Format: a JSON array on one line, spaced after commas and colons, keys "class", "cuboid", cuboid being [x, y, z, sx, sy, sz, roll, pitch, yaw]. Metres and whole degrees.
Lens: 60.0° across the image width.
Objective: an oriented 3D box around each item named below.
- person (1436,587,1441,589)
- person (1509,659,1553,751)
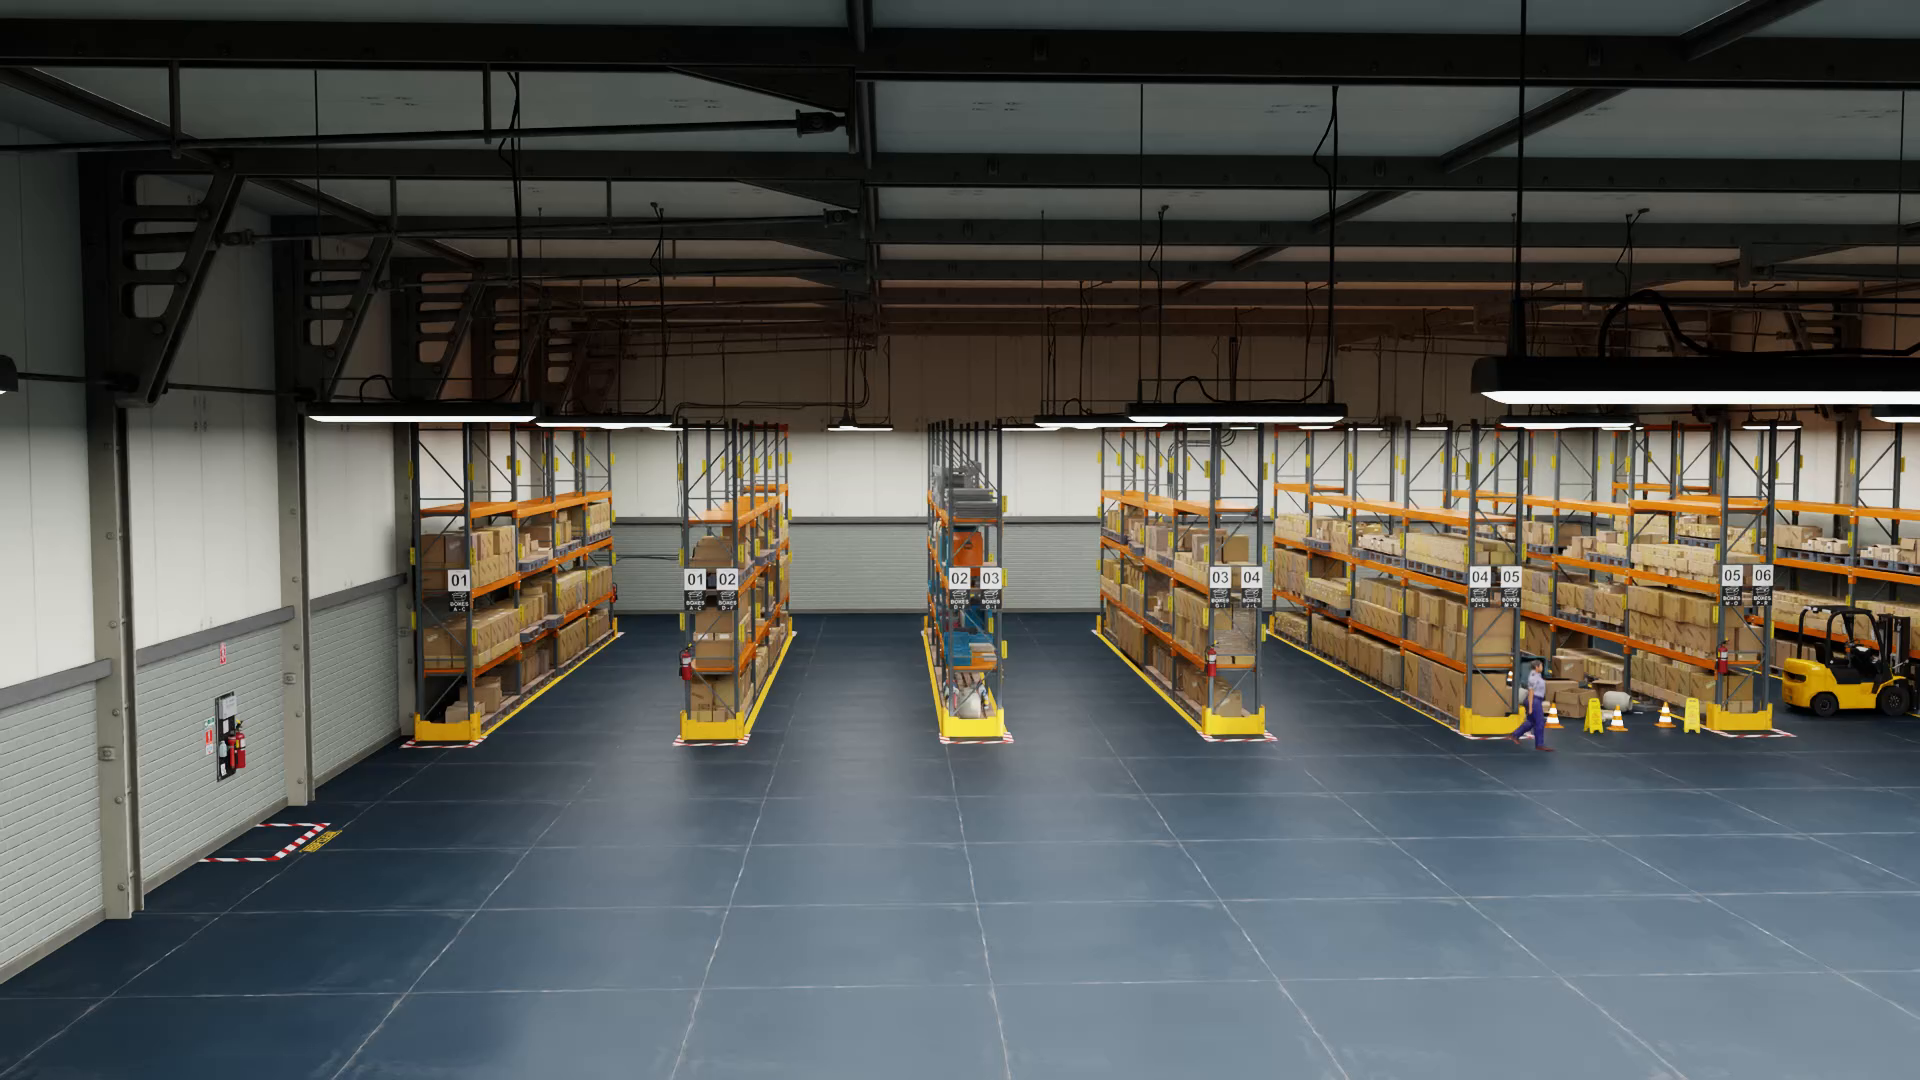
[{"class": "person", "cuboid": [14.711, 1.620, 50.507, 0.997, 1.737, 0.547, -1, 4, -20]}, {"class": "person", "cuboid": [10.362, 2.980, 30.165, 0.751, 1.617, 0.503, 1, 4, 16]}]
